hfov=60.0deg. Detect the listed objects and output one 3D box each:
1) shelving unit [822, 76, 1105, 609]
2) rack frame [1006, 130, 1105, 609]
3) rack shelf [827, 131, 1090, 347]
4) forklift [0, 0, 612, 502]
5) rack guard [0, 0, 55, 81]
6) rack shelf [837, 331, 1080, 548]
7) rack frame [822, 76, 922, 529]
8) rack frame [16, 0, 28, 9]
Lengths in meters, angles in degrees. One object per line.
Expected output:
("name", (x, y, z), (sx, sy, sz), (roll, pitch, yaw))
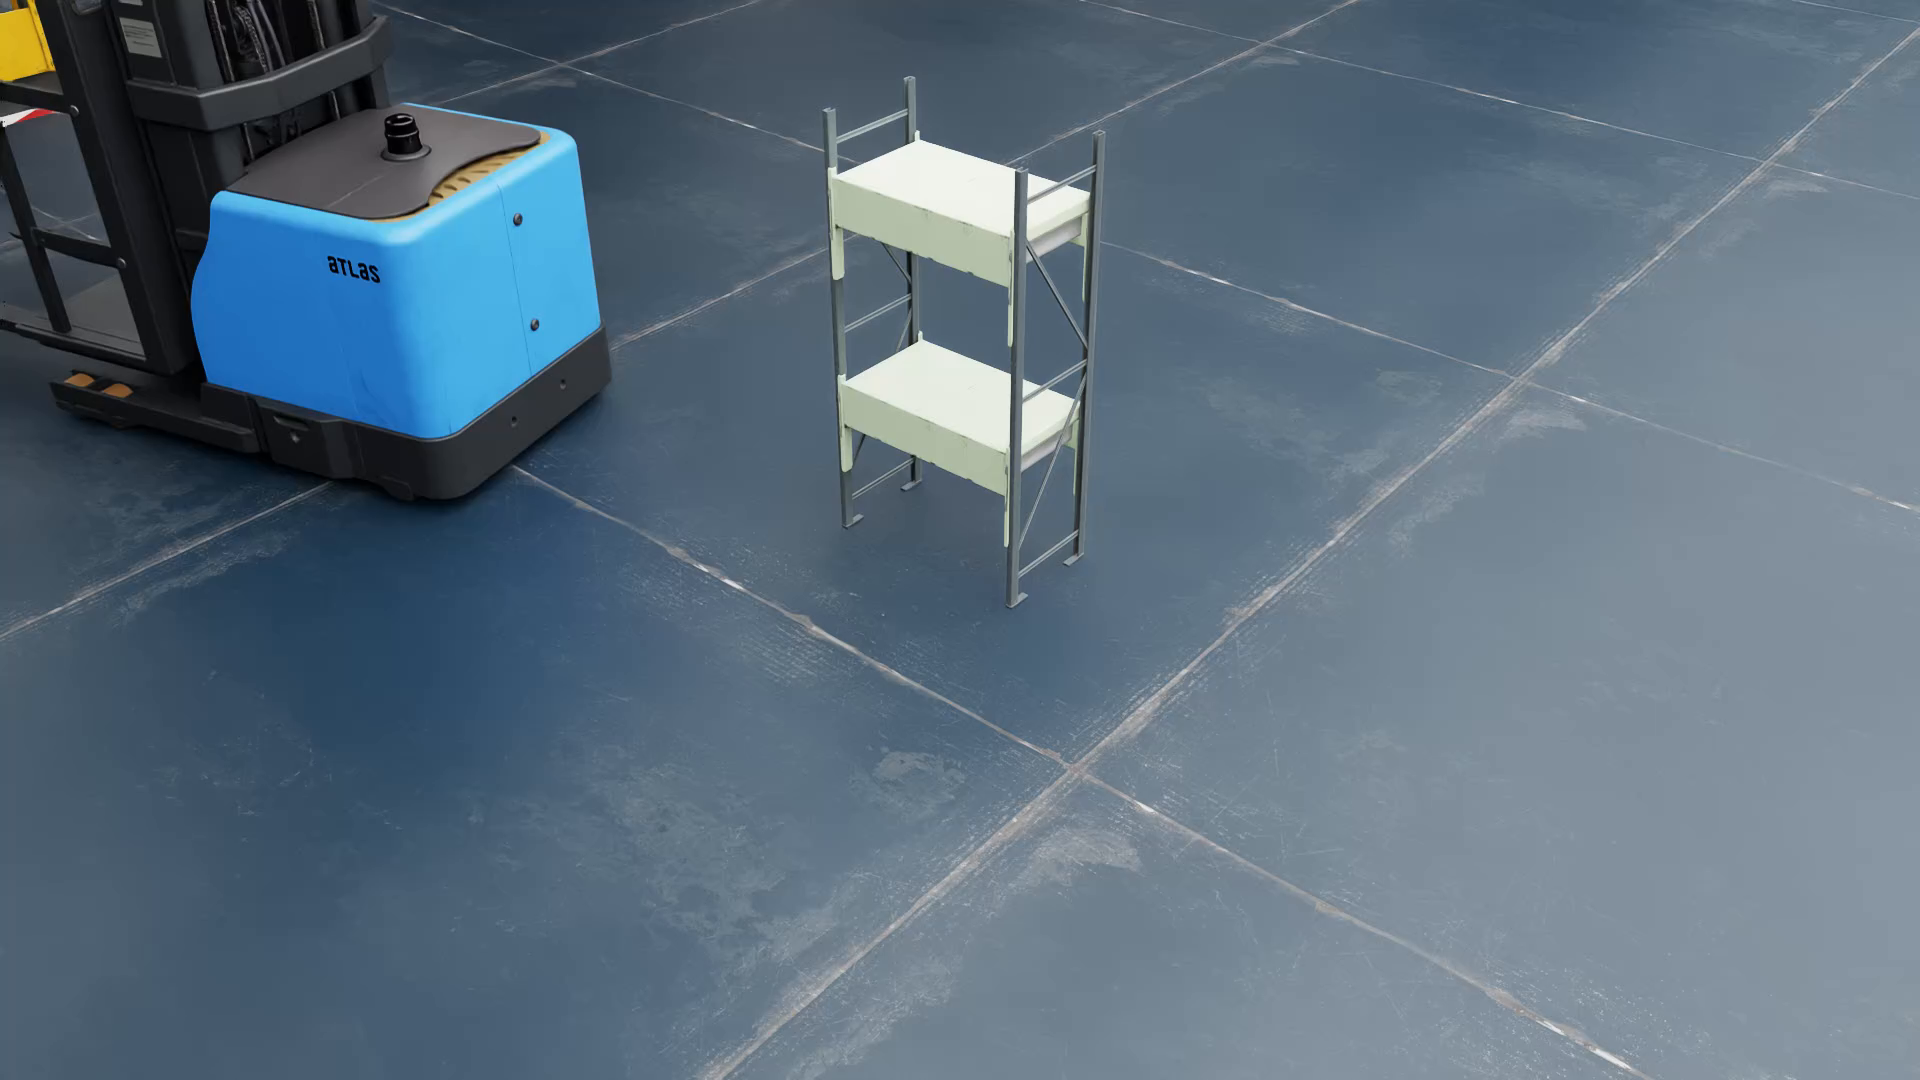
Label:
("shelving unit", (0.005, -0.616, 5.322), (0.755, 1.500, 0.431), (25, 42, 32))
("rack frame", (0.286, -0.483, 5.129), (0.023, 1.500, 0.400), (25, 42, 32))
("rack shelf", (0.005, -0.938, 5.101), (0.720, 0.370, 0.431), (25, 42, 32))
("forklift", (-2.933, -1.893, 5.917), (3.031, 2.935, 1.130), (14, 37, 20))
("rack guard", (-5.765, -2.816, 9.409), (0.348, 0.500, 1.175), (25, 42, 32))
("rack shelf", (0.005, -0.347, 5.506), (0.720, 0.370, 0.431), (25, 42, 32))
("rack frame", (-0.276, -0.748, 5.515), (0.023, 1.500, 0.400), (25, 42, 32))
("rack frame", (-5.676, -3.840, 8.691), (0.127, 3.000, 1.000), (25, 42, 32))
